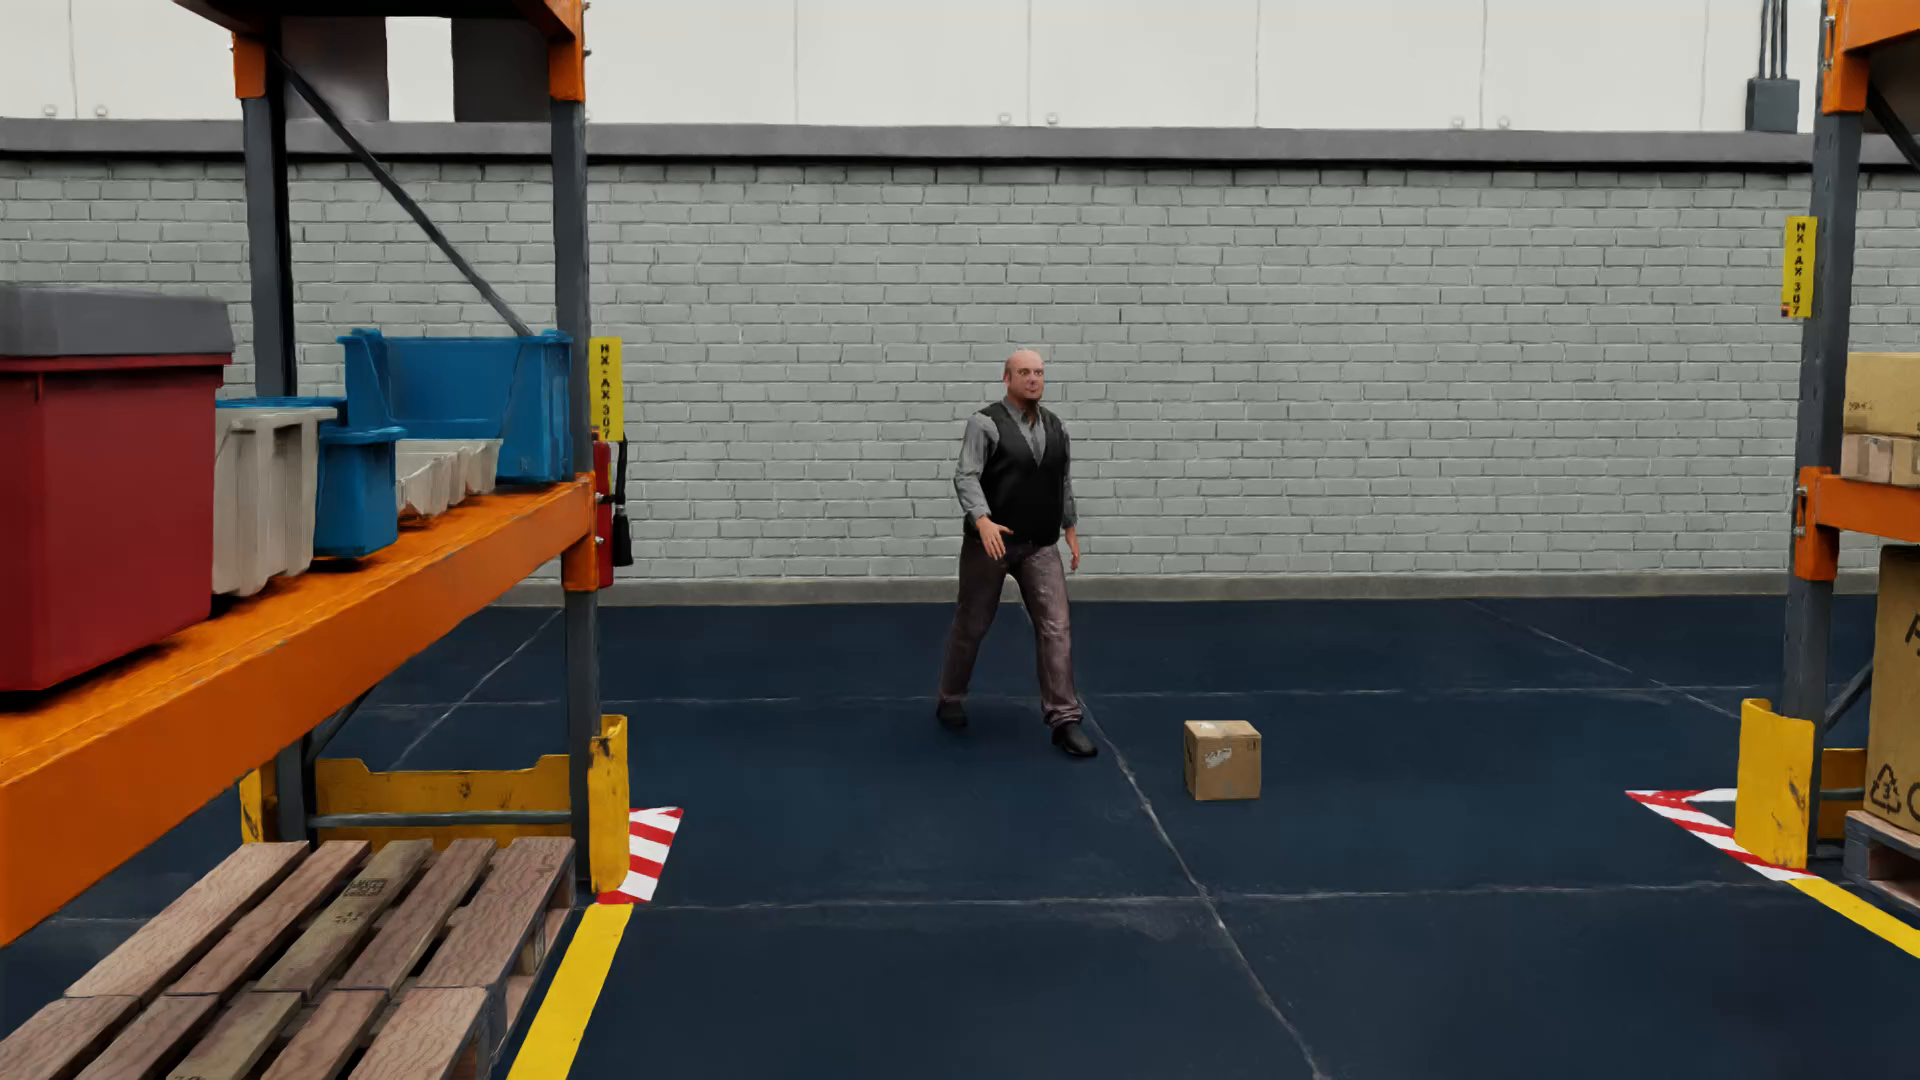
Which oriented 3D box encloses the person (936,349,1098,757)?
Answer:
[{"bbox_3d":[0.298,0.025,7.169,0.713,1.684,0.958,-4,8,-29],"label":"person"}]
